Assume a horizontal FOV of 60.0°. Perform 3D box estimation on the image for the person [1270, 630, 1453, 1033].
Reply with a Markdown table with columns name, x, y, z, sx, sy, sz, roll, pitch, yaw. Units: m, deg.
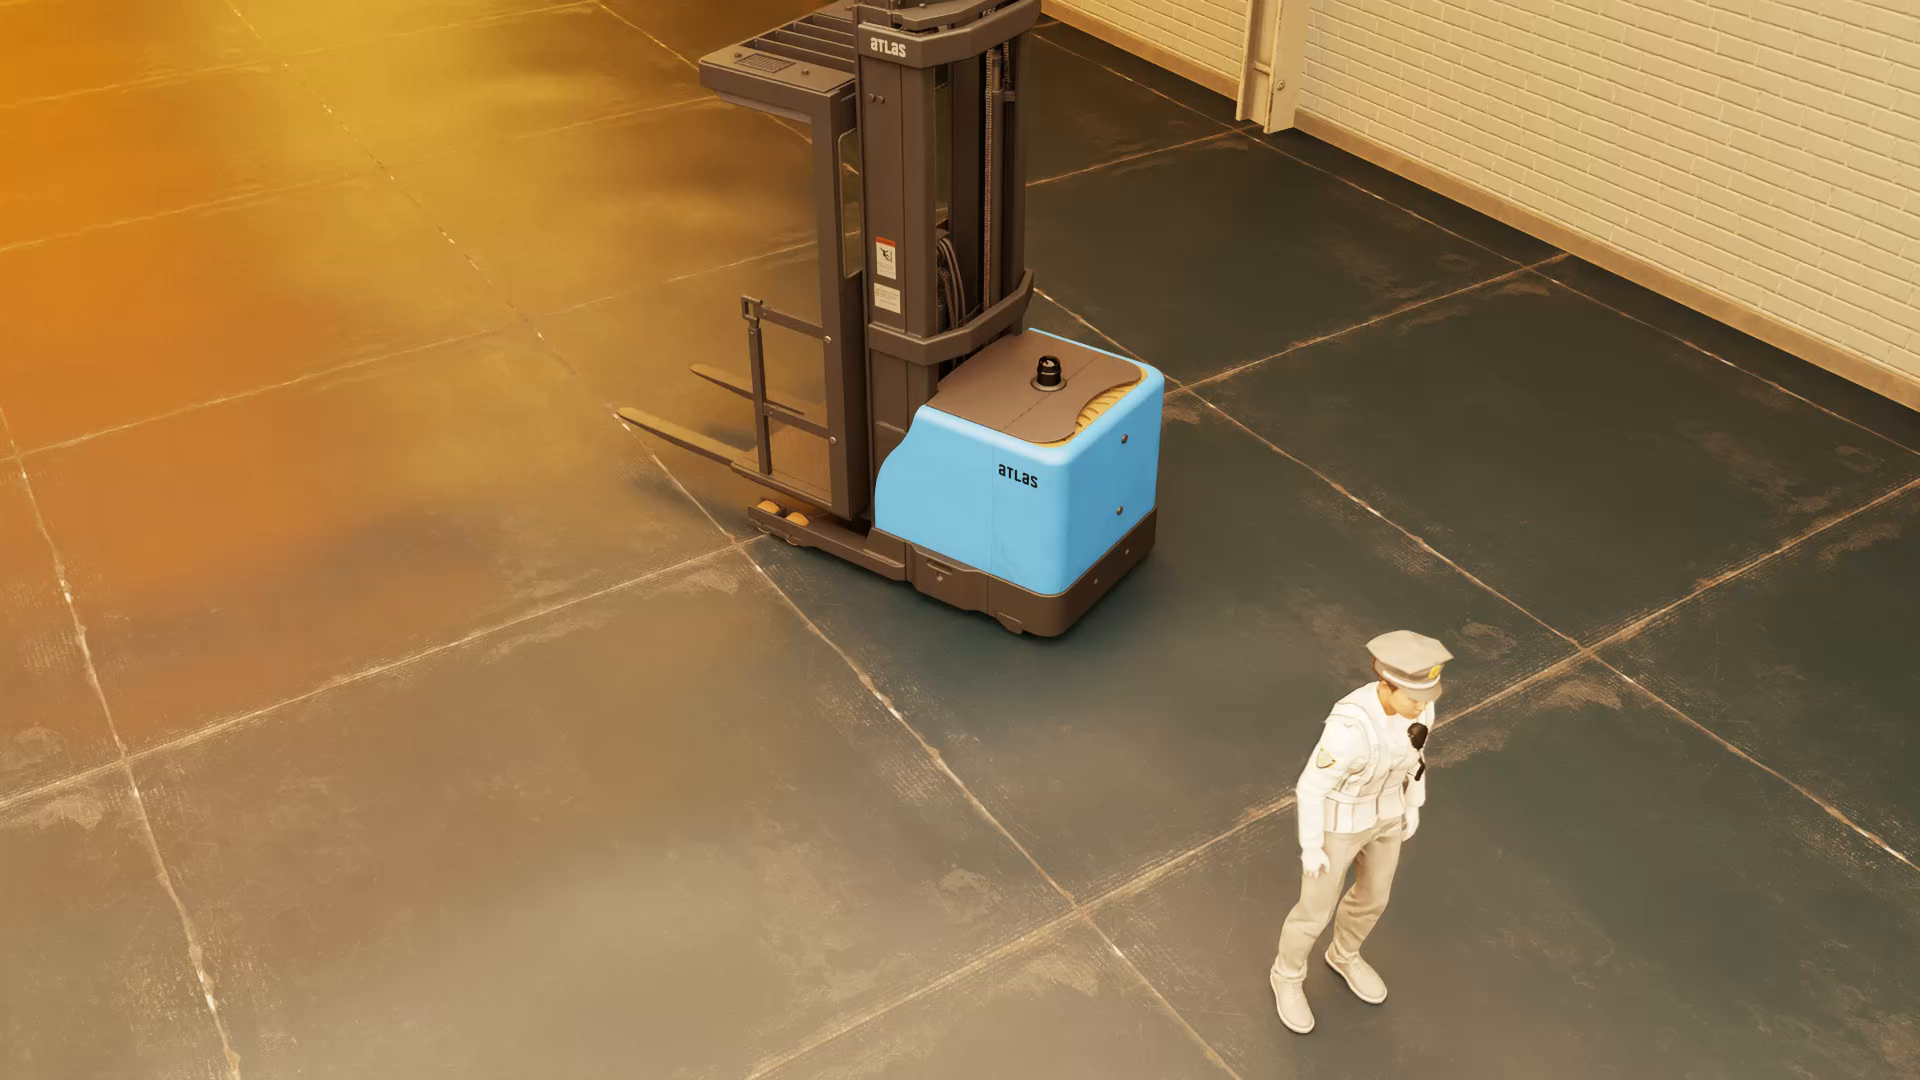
| name | x | y | z | sx | sy | sz | roll | pitch | yaw |
| --- | --- | --- | --- | --- | --- | --- | --- | --- | --- |
| person | 1.400 | 0.996 | 5.834 | 0.546 | 1.664 | 0.375 | -17 | 38 | -22 |

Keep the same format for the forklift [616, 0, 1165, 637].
| name | x | y | z | sx | sy | sz | roll | pitch | yaw |
| --- | --- | --- | --- | --- | --- | --- | --- | --- | --- |
| forklift | -0.500 | -1.399 | 8.138 | 3.031 | 2.935 | 1.130 | 22 | 41 | 28 |
